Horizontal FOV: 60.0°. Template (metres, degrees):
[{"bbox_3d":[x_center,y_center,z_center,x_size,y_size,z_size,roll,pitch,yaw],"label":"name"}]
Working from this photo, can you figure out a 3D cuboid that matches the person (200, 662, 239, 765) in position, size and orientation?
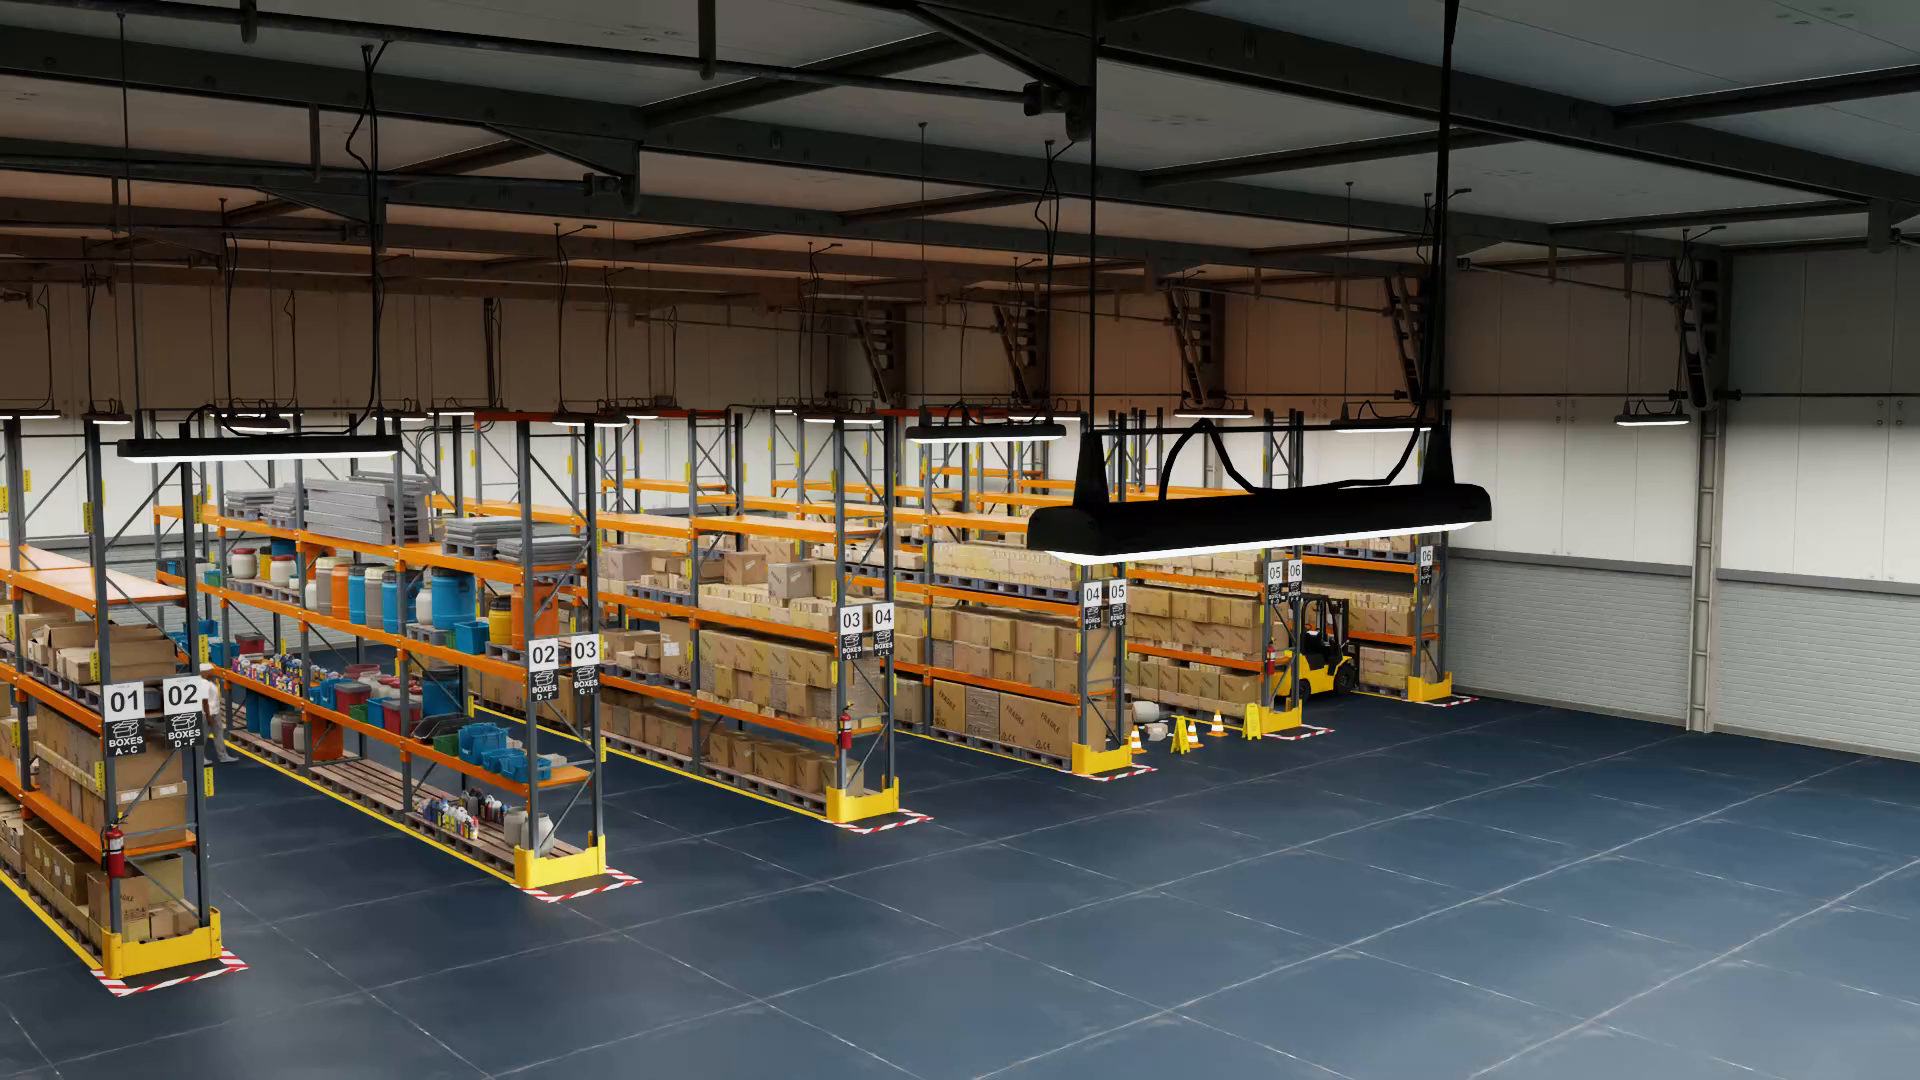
[{"bbox_3d":[-12.753,2.959,28.387,0.683,1.759,0.563,0,5,0],"label":"person"}]
